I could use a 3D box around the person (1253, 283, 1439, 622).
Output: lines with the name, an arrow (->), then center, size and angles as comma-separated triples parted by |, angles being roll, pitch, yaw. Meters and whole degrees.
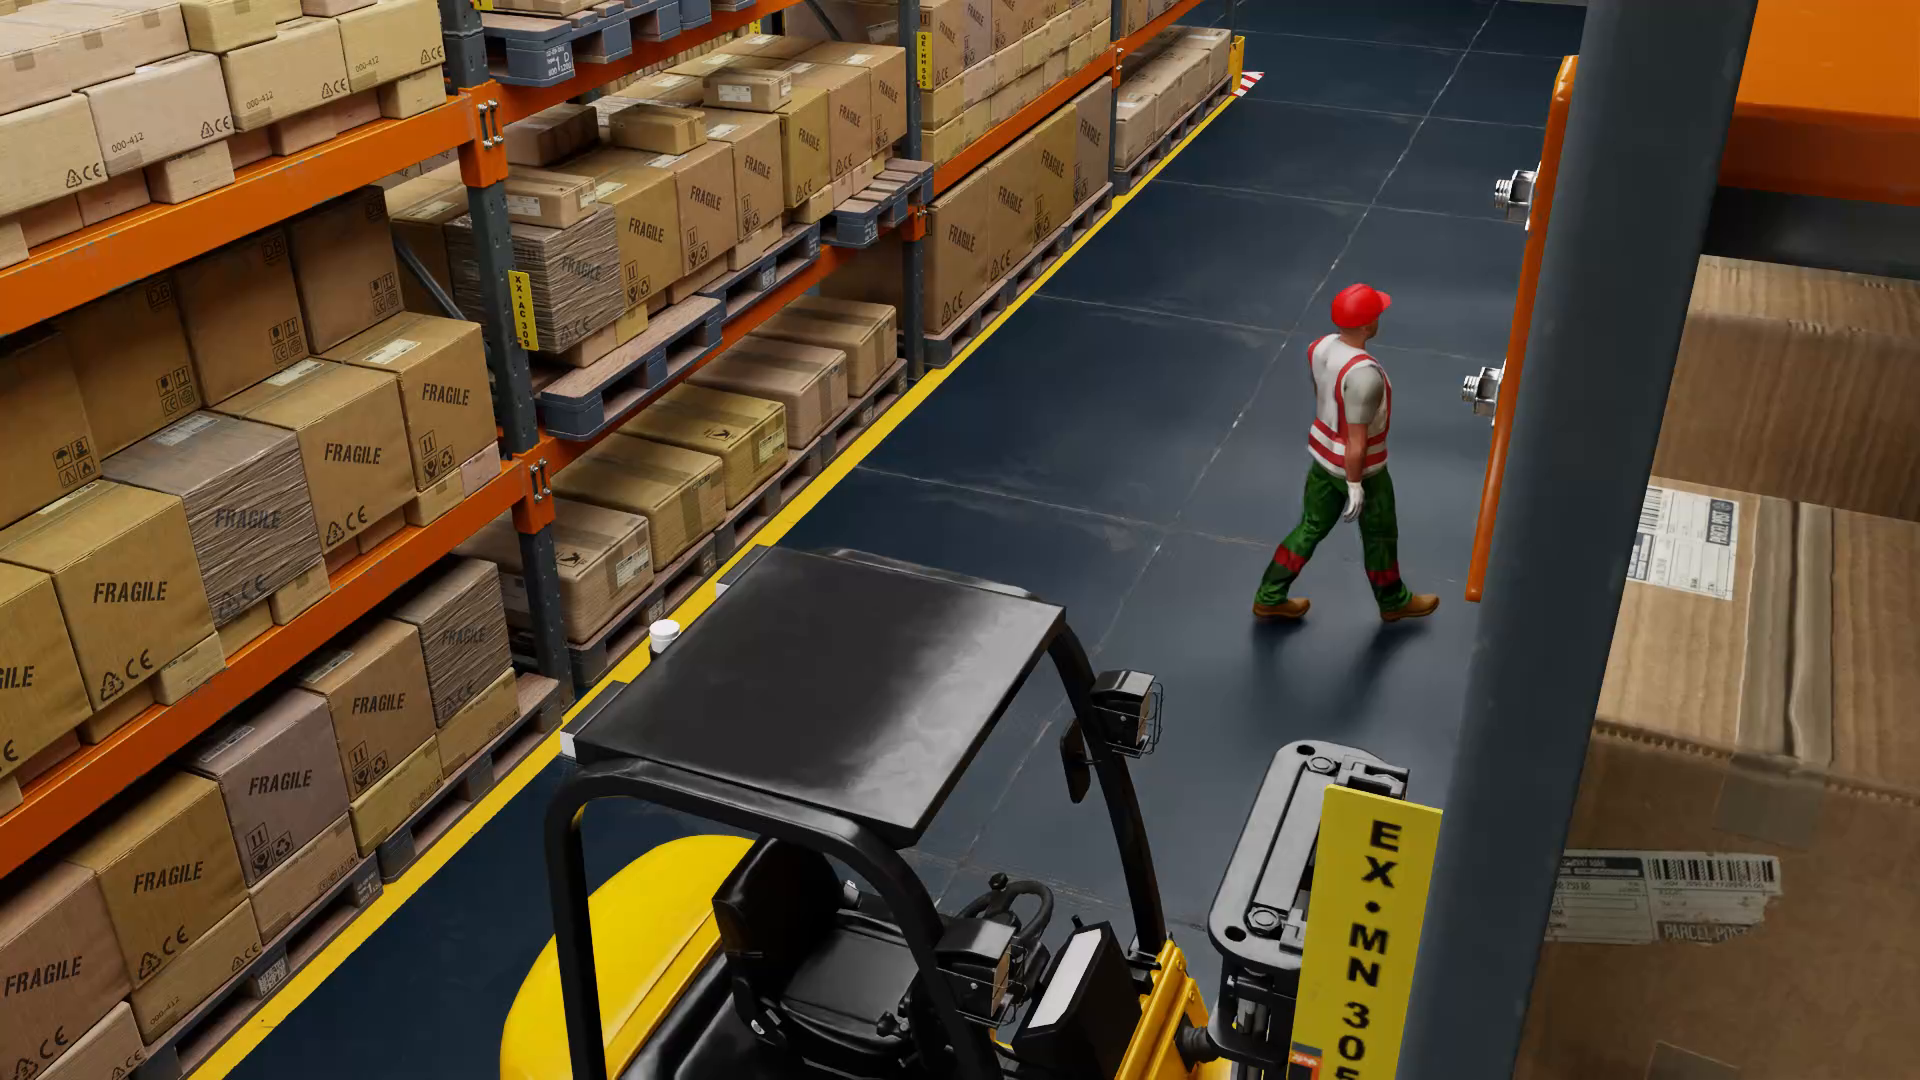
person -> 1.895, -0.394, 7.804 | 0.902, 1.756, 0.573 | -10, 31, -16
